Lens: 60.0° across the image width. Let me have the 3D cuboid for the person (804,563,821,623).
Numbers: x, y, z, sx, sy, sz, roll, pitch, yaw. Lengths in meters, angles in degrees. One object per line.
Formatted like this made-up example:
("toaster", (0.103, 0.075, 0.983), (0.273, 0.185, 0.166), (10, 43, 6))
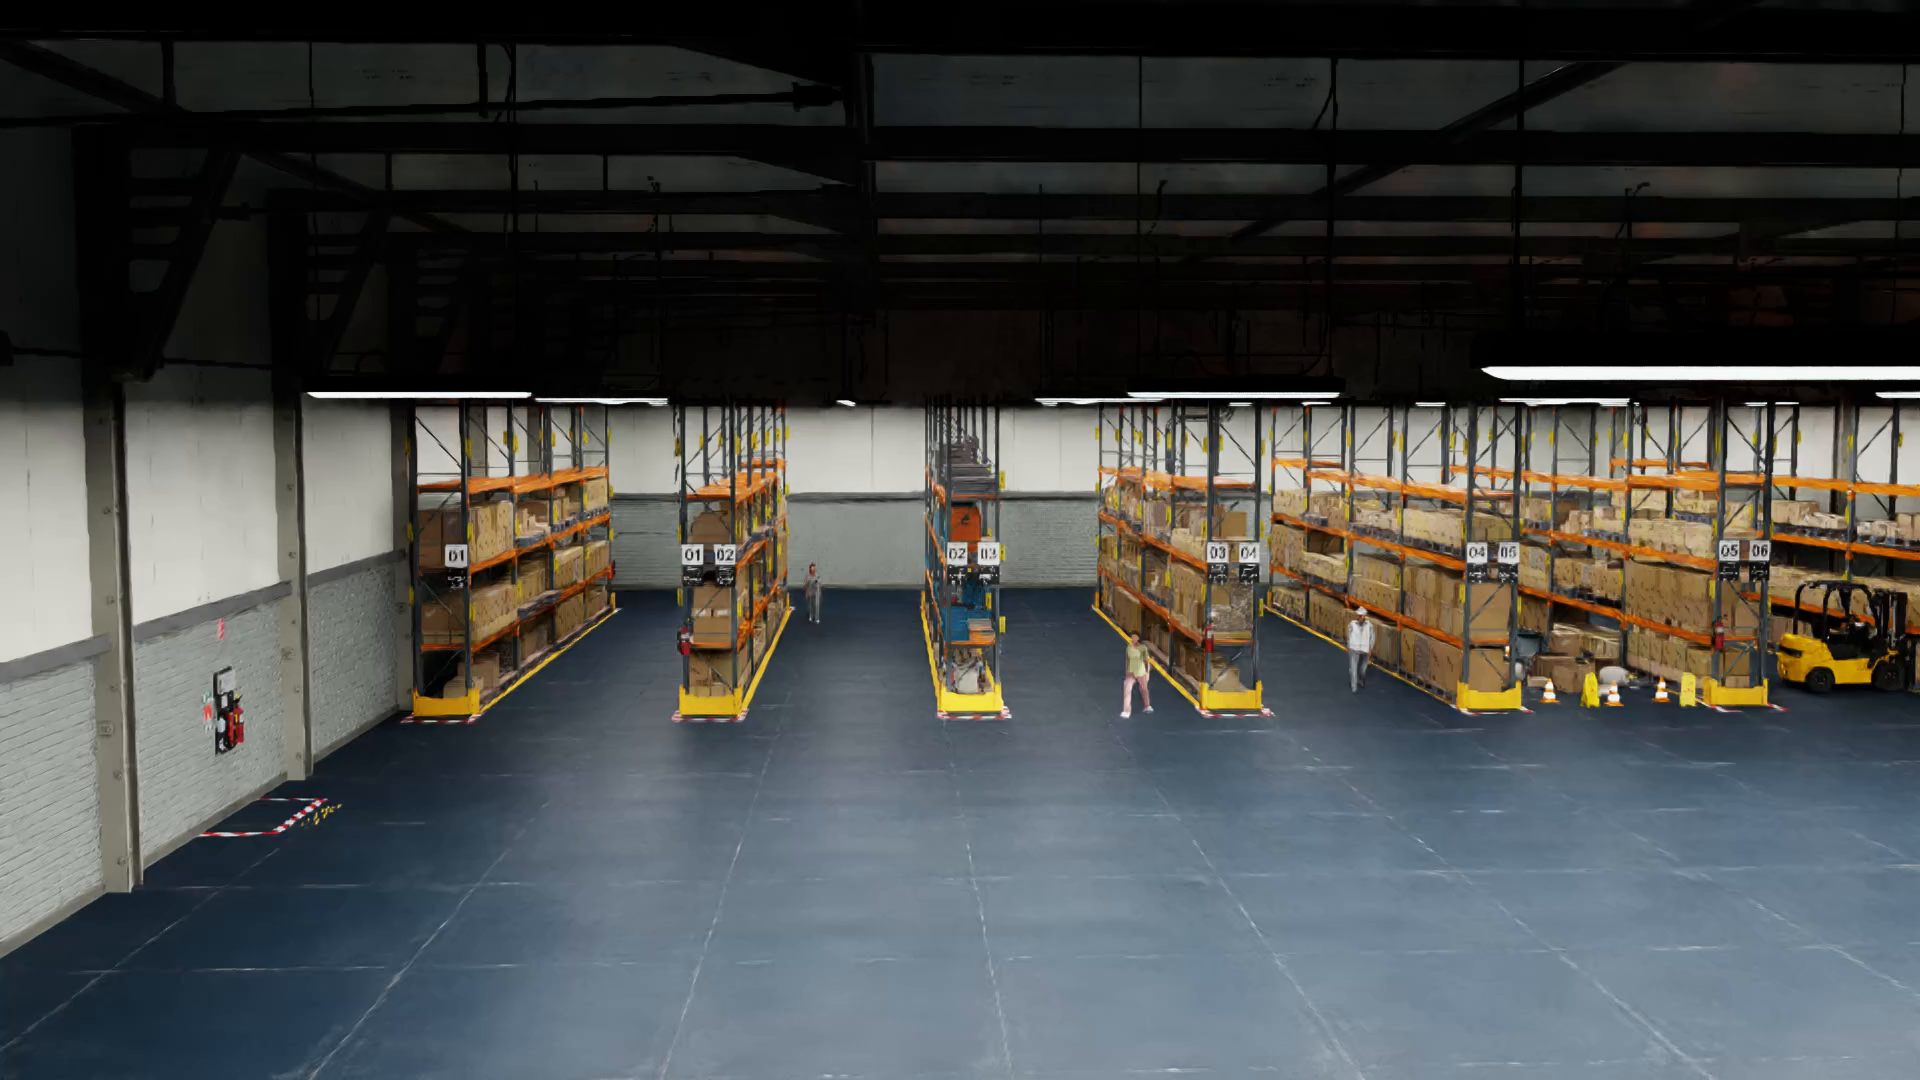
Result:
("person", (-3.932, 1.405, 44.348), (0.449, 1.581, 1.097), (0, 5, -4))

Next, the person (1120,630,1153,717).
("person", (3.303, 2.470, 30.988), (0.487, 1.612, 0.958), (2, 5, 19))

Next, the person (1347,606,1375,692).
("person", (8.121, 2.194, 33.677), (0.540, 1.712, 1.009), (0, 5, 6))
